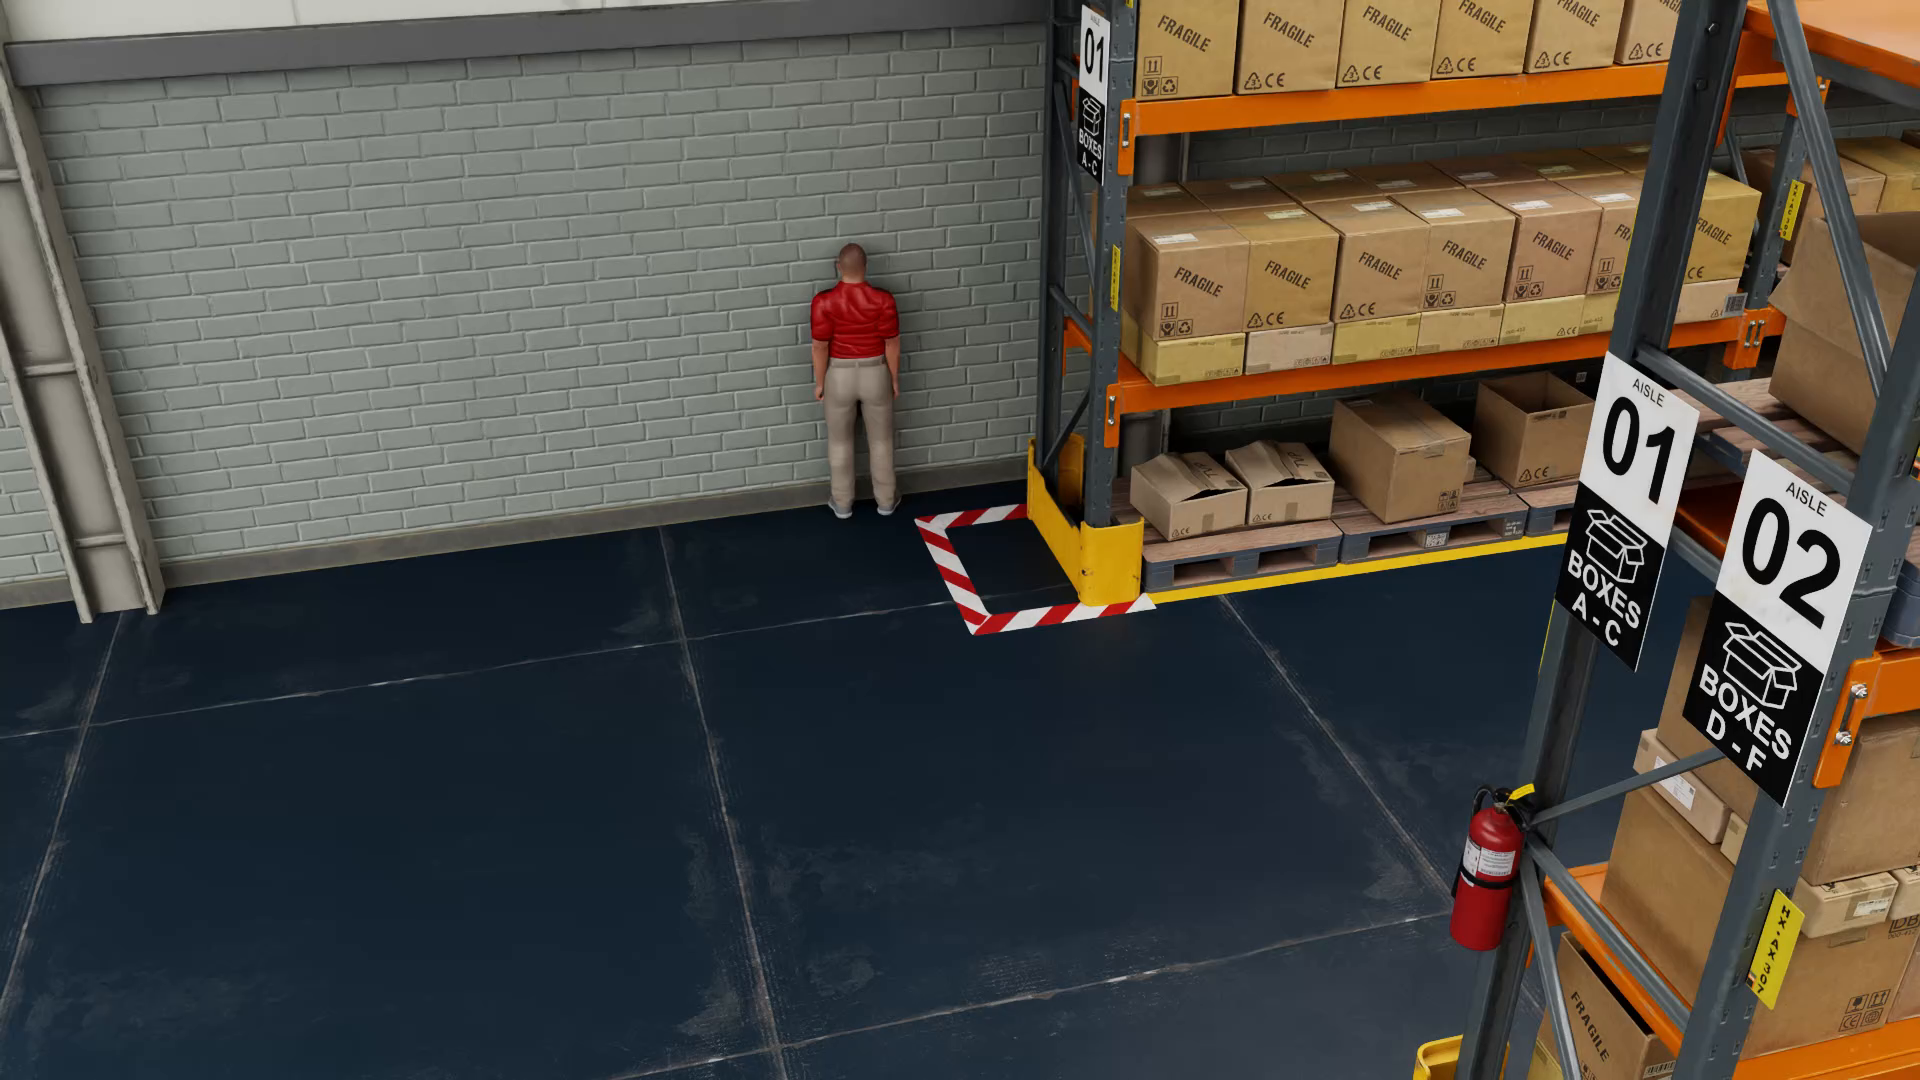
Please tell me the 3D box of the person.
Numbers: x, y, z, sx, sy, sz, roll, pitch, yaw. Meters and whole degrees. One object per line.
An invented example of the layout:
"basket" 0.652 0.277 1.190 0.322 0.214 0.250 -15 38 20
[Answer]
"person" -0.613 -0.946 9.890 0.521 1.730 0.366 -3 30 -6
